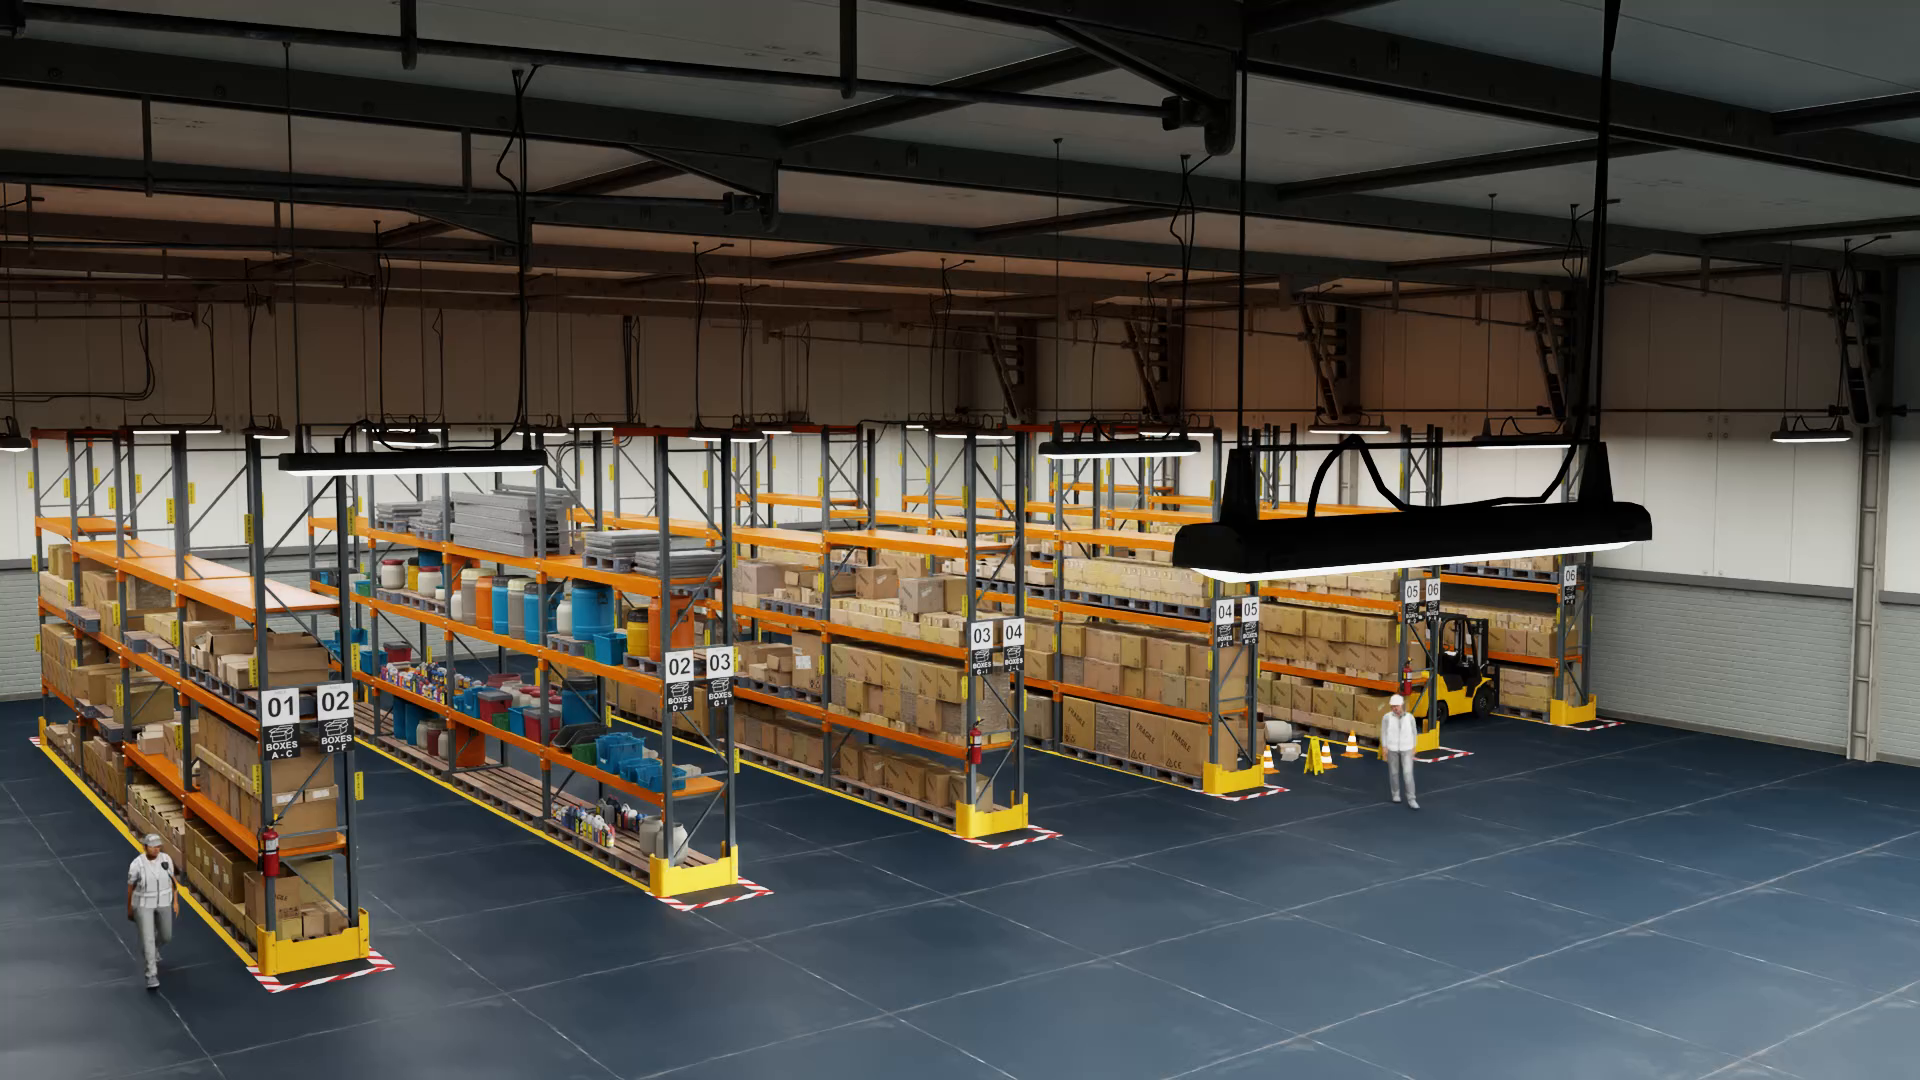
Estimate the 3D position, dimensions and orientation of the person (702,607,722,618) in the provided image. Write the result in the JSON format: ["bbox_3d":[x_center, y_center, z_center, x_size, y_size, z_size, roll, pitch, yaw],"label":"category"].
[{"bbox_3d":[-6.196,2.180,41.509,0.624,1.702,1.032,3,5,33],"label":"person"}]

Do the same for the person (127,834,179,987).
[{"bbox_3d":[-9.014,4.061,18.565,0.958,1.601,0.495,4,6,42],"label":"person"}]

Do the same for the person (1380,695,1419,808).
[{"bbox_3d":[7.033,3.360,26.578,0.615,1.763,0.817,1,5,14],"label":"person"}]
